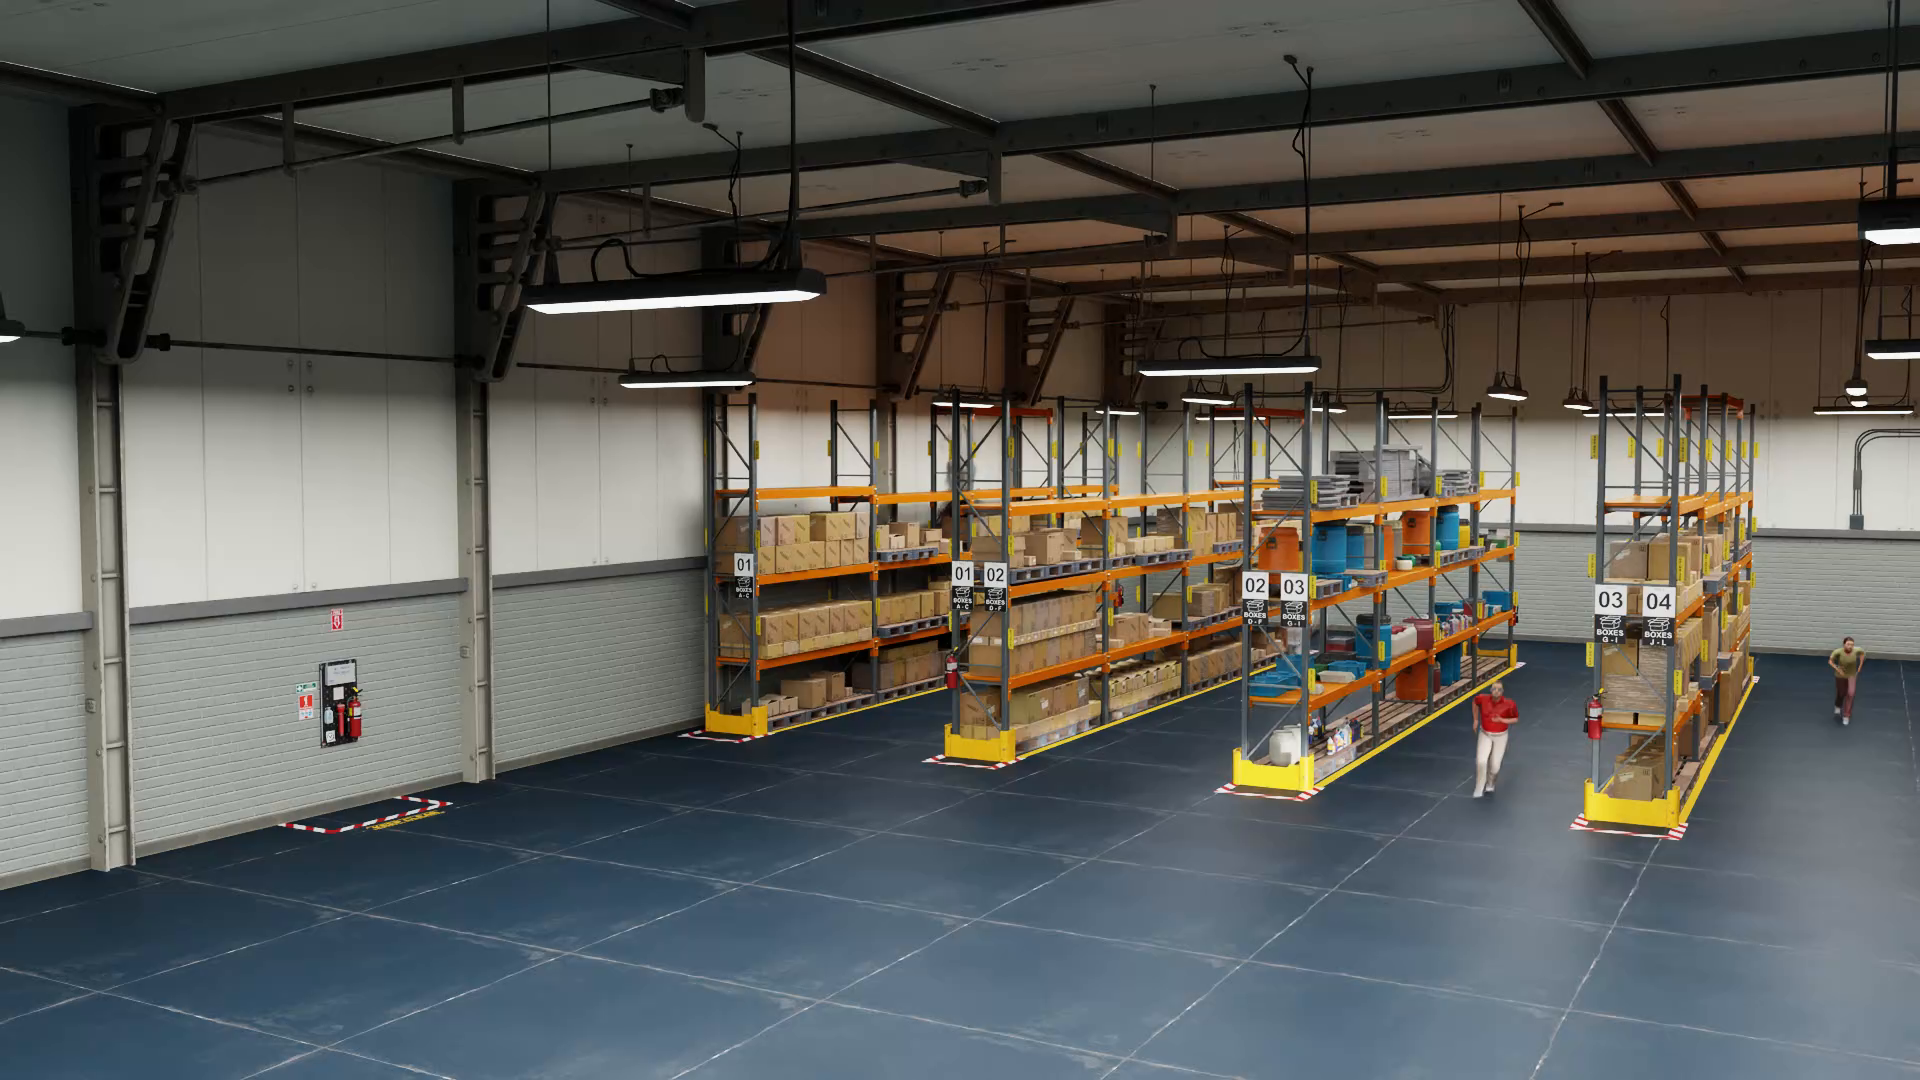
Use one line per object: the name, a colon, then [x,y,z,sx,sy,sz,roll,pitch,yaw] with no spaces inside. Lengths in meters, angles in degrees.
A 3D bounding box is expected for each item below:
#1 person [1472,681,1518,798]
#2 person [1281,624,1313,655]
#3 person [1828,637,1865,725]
person: [7.695,2.896,23.957,0.642,1.777,0.827,1,3,21]
person: [7.247,2.248,35.767,0.701,1.701,0.920,1,3,22]
person: [16.356,2.562,30.741,0.614,1.624,1.004,1,3,15]
